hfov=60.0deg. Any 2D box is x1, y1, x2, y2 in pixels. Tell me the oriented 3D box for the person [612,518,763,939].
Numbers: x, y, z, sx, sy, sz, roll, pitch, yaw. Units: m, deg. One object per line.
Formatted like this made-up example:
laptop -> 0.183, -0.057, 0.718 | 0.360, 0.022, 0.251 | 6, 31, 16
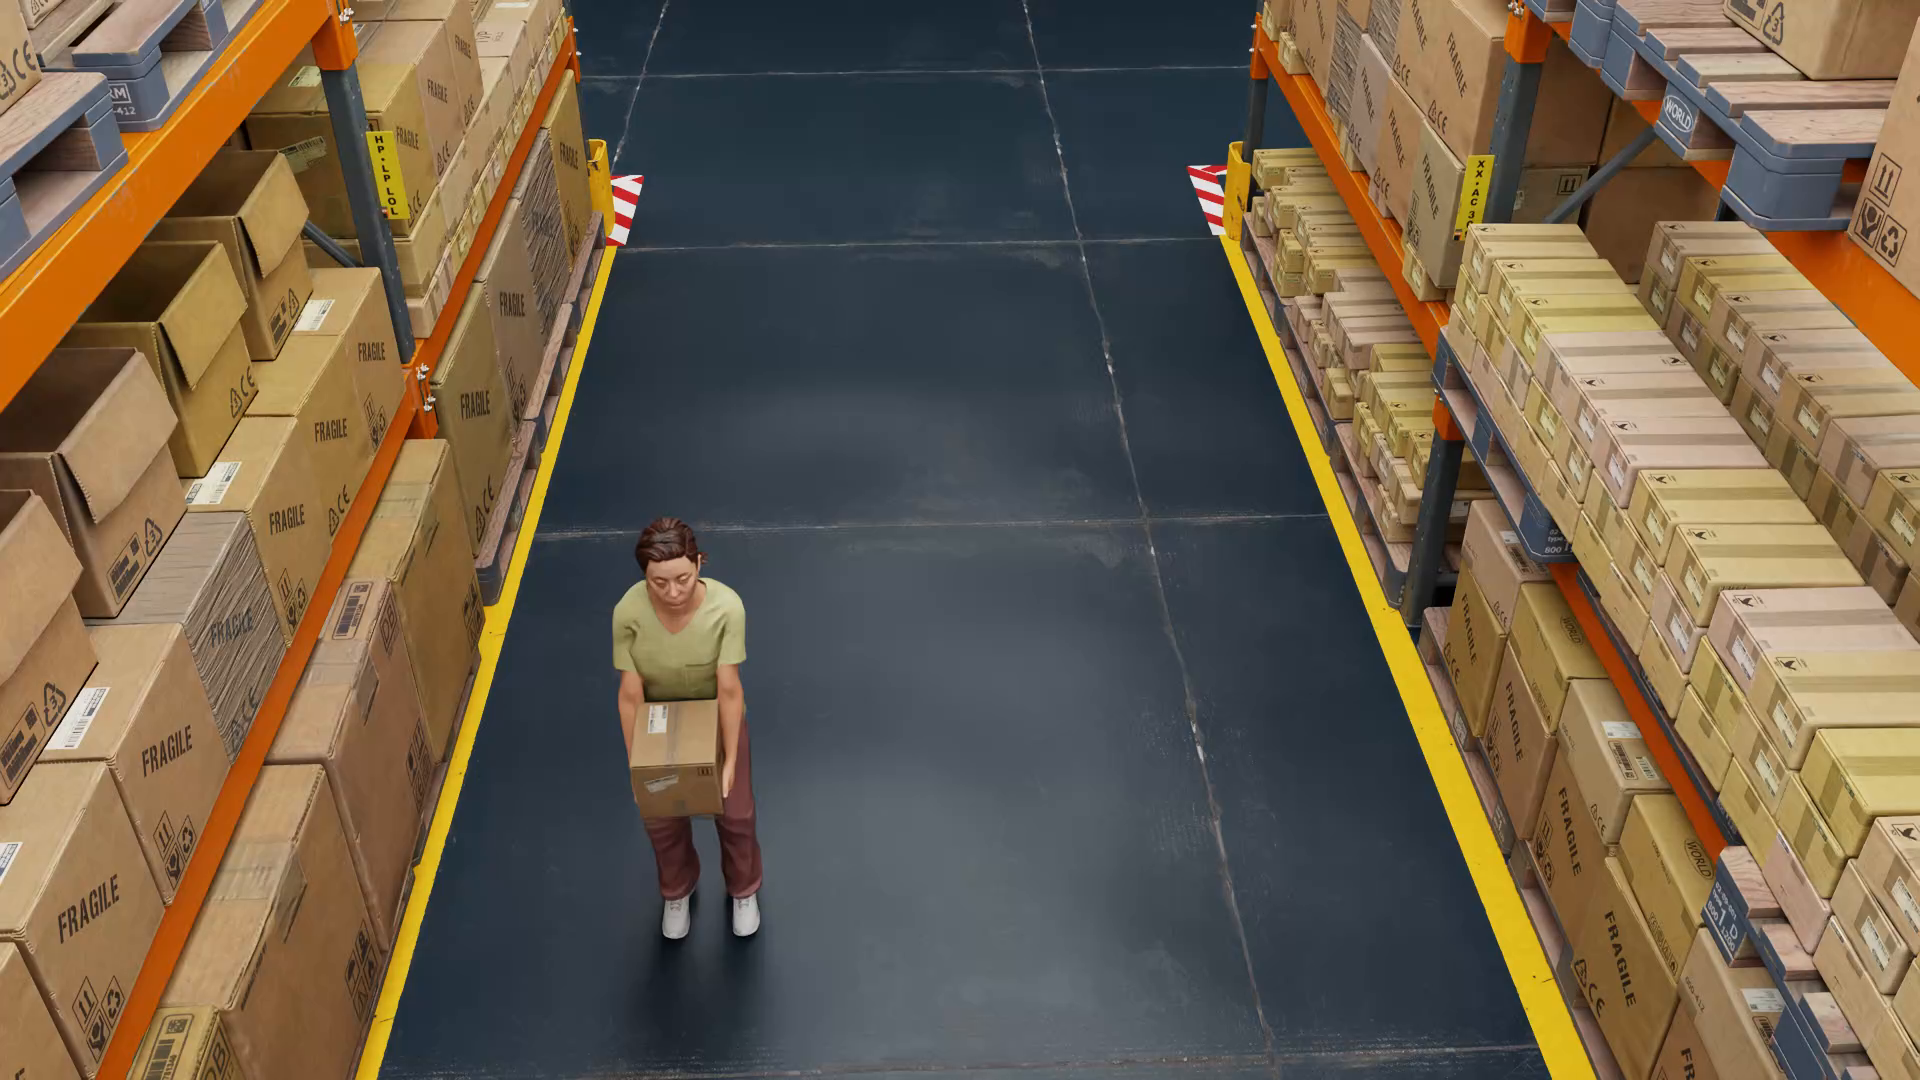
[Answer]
person -> -0.851, 0.646, 5.252 | 0.408, 1.663, 0.513 | -2, 35, -3
